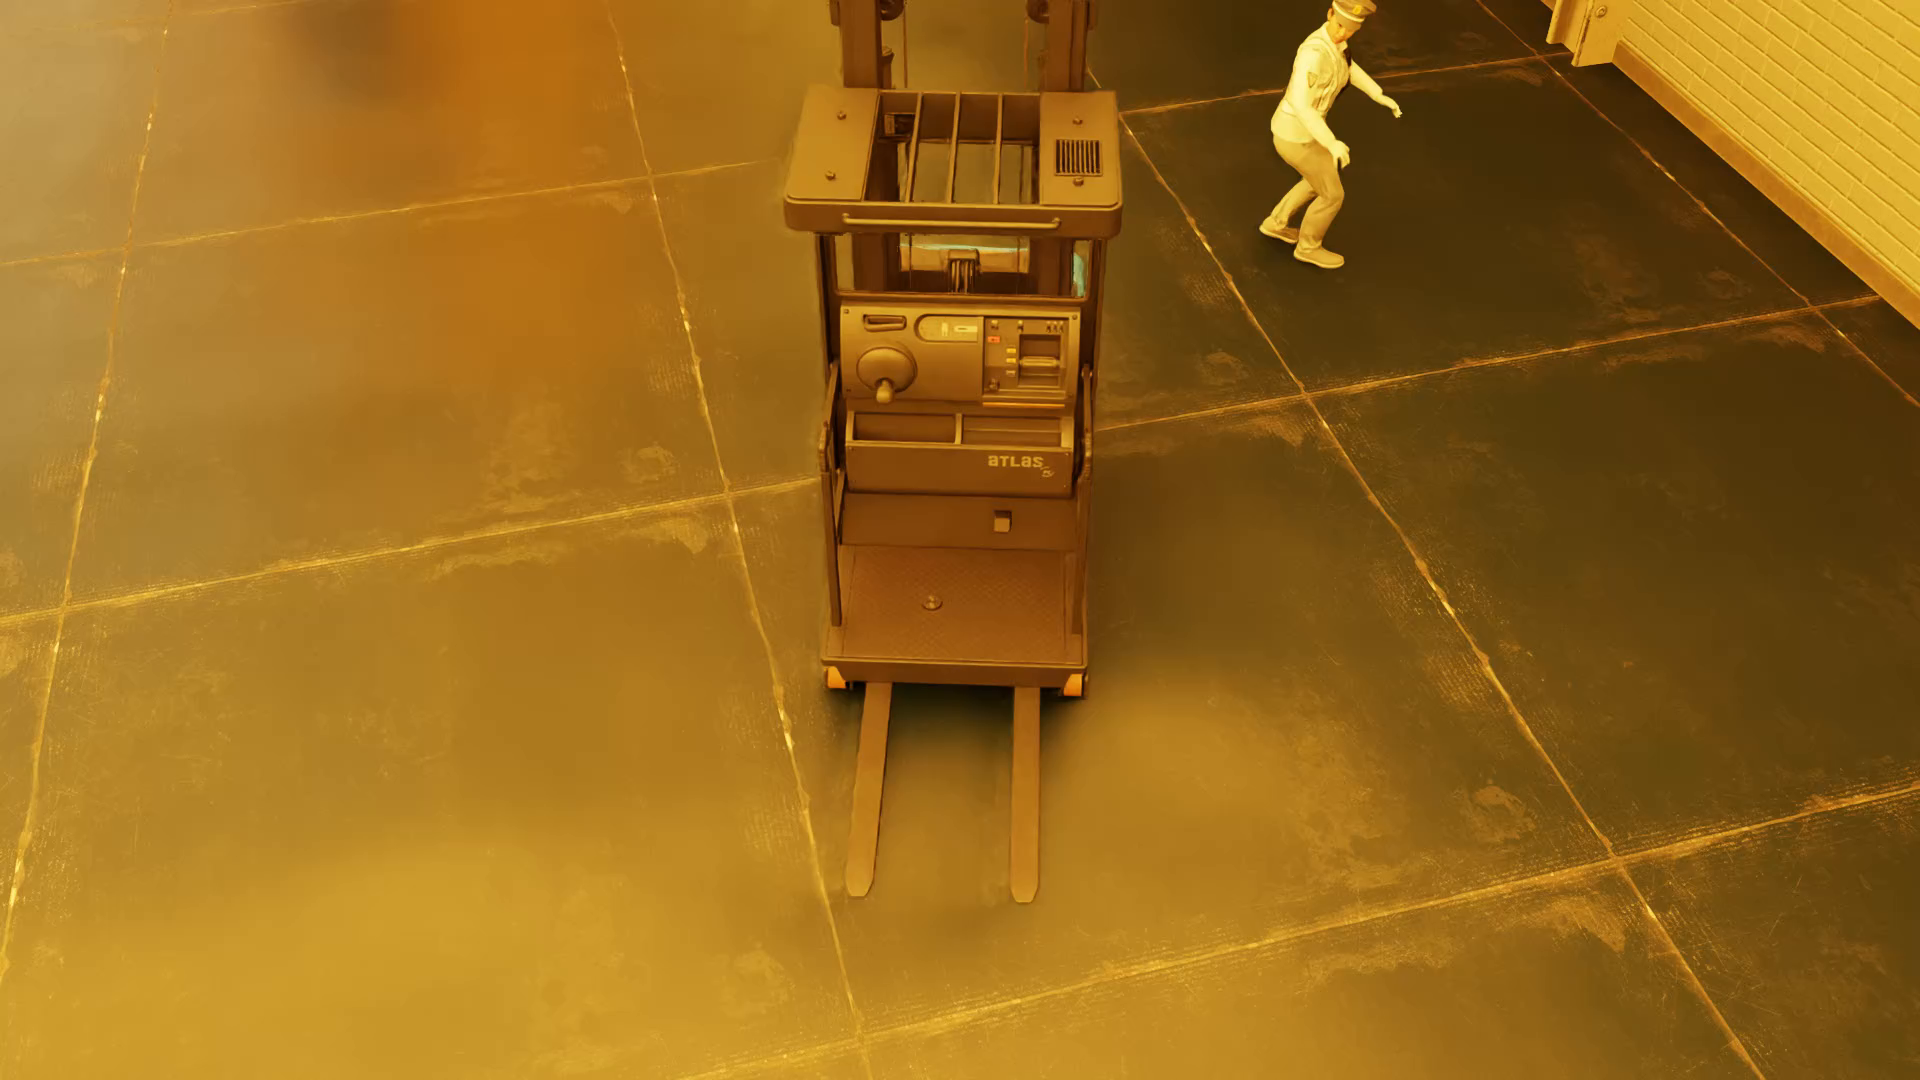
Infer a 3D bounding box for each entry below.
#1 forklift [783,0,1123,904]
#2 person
[{"bbox_3d":[-0.007,-0.631,6.313,1.130,2.935,3.031,2,43,2],"label":"forklift"},{"bbox_3d":[2.011,-2.184,8.939,0.667,1.594,0.742,10,44,10],"label":"person"}]
